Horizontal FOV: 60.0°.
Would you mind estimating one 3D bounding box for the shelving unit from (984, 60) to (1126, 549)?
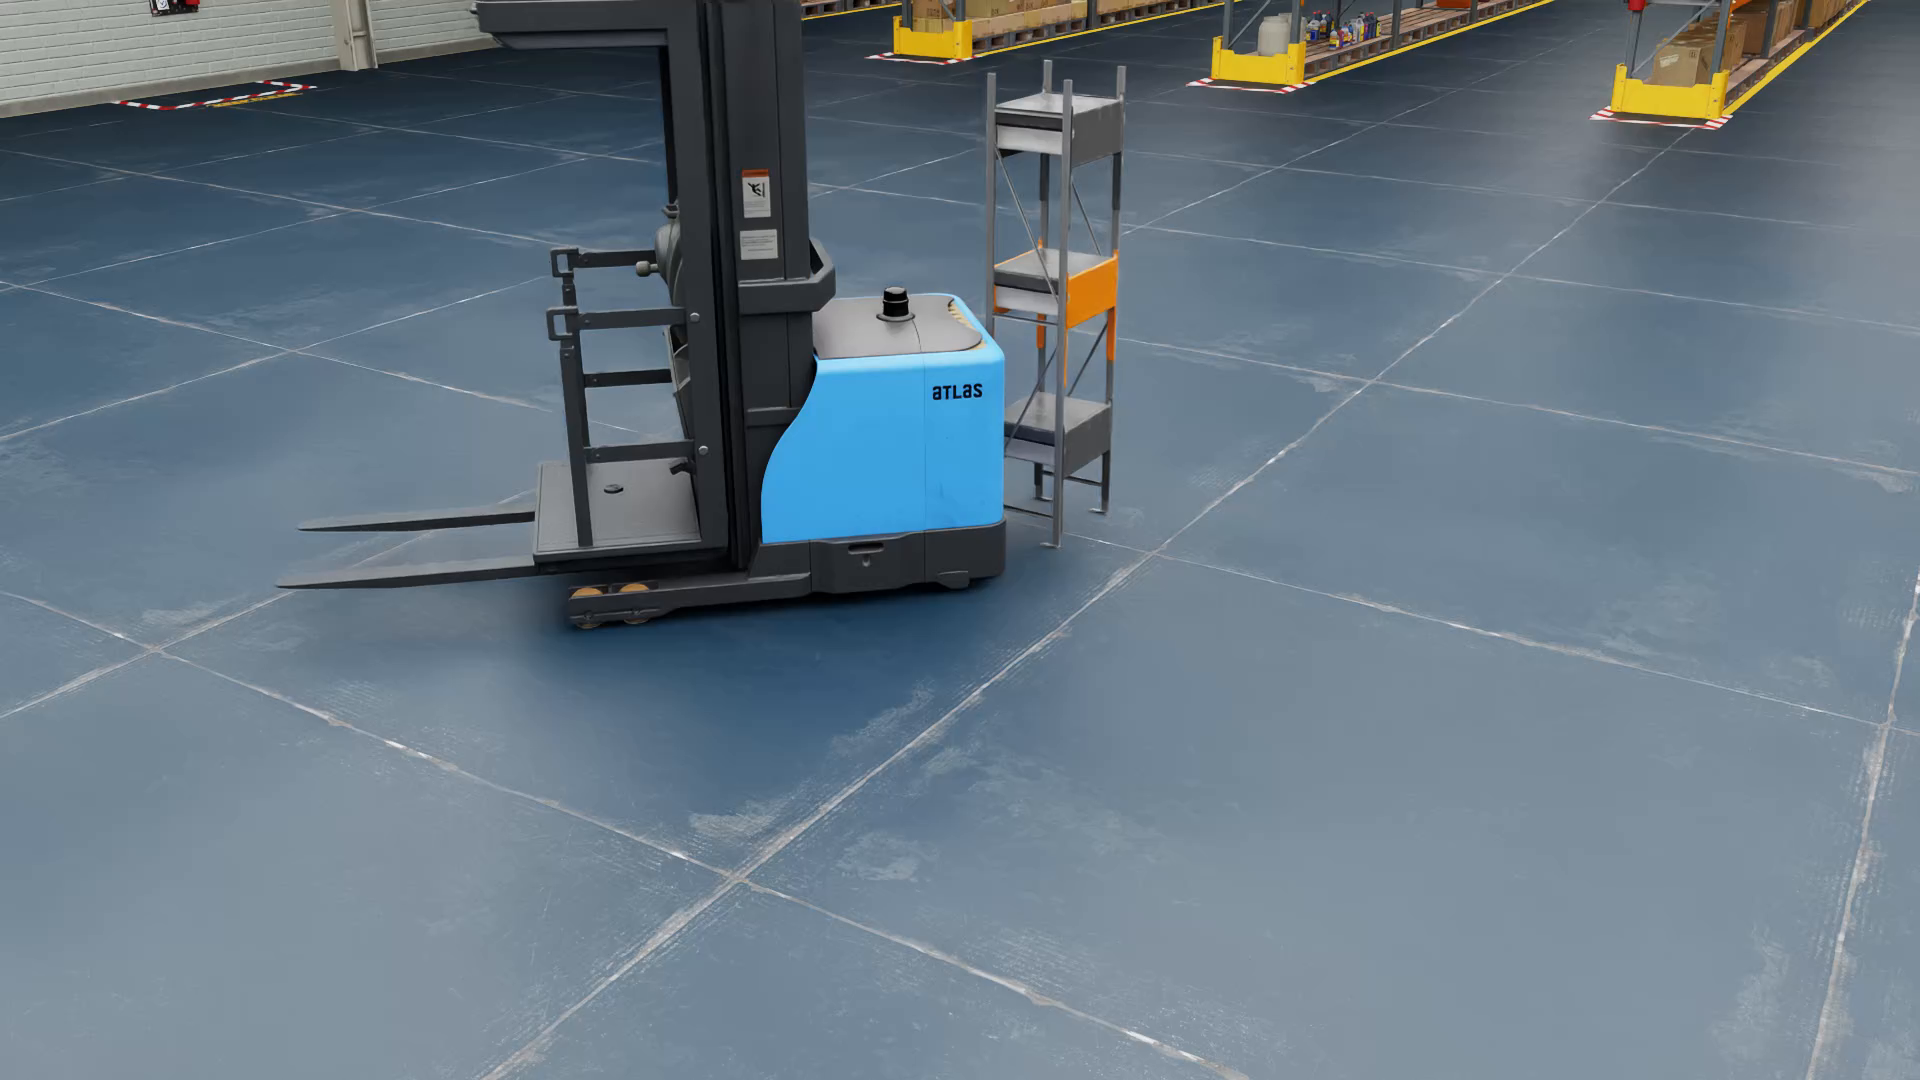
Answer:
[{"bbox_3d":[0.417,-1.047,7.526,0.431,2.100,0.503,14,27,29],"label":"shelving unit"}]

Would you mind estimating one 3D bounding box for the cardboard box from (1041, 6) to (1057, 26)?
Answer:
[{"bbox_3d":[1.150,-8.055,25.513,0.500,0.250,0.500,14,27,29],"label":"cardboard box"}]

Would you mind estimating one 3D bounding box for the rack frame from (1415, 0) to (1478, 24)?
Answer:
[{"bbox_3d":[8.048,-9.976,27.018,1.000,3.000,0.127,14,27,29],"label":"rack frame"}]

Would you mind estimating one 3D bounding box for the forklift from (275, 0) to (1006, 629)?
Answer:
[{"bbox_3d":[-1.371,-1.207,6.848,3.031,2.935,1.130,-5,24,-11],"label":"forklift"}]

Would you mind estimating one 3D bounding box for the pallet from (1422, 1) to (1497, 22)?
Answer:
[{"bbox_3d":[8.429,-8.971,28.206,1.003,0.211,1.213,14,27,29],"label":"pallet"}]

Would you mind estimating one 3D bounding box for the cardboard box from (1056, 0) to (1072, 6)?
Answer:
[{"bbox_3d":[1.400,-8.571,25.762,0.500,0.500,0.500,14,27,29],"label":"cardboard box"}]

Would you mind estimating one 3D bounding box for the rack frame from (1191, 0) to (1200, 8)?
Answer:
[{"bbox_3d":[3.842,-11.015,29.418,1.000,3.000,0.127,14,27,29],"label":"rack frame"}]

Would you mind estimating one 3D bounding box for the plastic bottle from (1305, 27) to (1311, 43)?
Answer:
[{"bbox_3d":[4.864,-7.077,23.291,0.097,0.201,0.097,0,23,0],"label":"plastic bottle"}]

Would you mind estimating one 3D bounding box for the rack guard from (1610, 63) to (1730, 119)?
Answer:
[{"bbox_3d":[8.076,-5.116,18.939,1.175,0.500,0.348,14,27,29],"label":"rack guard"}]

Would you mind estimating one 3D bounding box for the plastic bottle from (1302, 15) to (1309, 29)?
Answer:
[{"bbox_3d":[4.836,-7.219,23.431,0.144,0.351,0.185,14,27,29],"label":"plastic bottle"}]

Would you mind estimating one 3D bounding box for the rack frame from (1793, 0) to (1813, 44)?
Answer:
[{"bbox_3d":[12.256,-8.938,24.620,1.000,3.000,0.127,14,27,29],"label":"rack frame"}]

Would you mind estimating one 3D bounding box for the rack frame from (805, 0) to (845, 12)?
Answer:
[{"bbox_3d":[-2.478,-10.702,28.695,1.000,3.000,0.127,14,27,29],"label":"rack frame"}]

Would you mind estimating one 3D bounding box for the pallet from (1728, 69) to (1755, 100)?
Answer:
[{"bbox_3d":[9.179,-5.660,20.560,1.003,0.211,1.213,14,27,29],"label":"pallet"}]

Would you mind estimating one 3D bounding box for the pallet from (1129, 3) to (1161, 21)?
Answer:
[{"bbox_3d":[2.730,-9.055,28.402,1.003,0.211,1.213,14,27,29],"label":"pallet"}]

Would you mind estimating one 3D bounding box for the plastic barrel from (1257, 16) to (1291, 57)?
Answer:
[{"bbox_3d":[4.111,-6.565,21.741,0.421,0.512,0.421,0,23,0],"label":"plastic barrel"}]

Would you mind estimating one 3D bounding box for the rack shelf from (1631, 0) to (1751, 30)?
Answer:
[{"bbox_3d":[9.091,-6.582,20.085,1.077,0.370,4.000,14,27,29],"label":"rack shelf"}]

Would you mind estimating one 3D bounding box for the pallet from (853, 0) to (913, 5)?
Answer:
[{"bbox_3d":[-1.426,-10.099,30.812,1.003,0.211,1.213,14,27,29],"label":"pallet"}]

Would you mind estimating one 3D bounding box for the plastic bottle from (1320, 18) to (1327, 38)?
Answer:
[{"bbox_3d":[5.186,-7.316,23.754,0.097,0.271,0.097,0,23,0],"label":"plastic bottle"}]

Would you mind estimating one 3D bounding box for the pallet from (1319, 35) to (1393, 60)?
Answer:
[{"bbox_3d":[5.549,-7.128,23.950,1.003,0.211,1.213,14,27,29],"label":"pallet"}]

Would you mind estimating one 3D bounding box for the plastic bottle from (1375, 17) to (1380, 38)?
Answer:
[{"bbox_3d":[5.965,-7.349,23.817,0.061,0.283,0.133,15,28,32],"label":"plastic bottle"}]

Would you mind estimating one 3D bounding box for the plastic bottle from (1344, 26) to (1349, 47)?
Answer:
[{"bbox_3d":[5.283,-6.921,22.843,0.097,0.271,0.097,0,23,0],"label":"plastic bottle"}]

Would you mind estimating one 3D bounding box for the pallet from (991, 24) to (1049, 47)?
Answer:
[{"bbox_3d":[0.634,-7.712,25.299,1.003,0.211,1.213,14,27,29],"label":"pallet"}]

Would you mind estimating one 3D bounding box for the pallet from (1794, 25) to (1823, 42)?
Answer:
[{"bbox_3d":[12.736,-7.908,25.752,1.003,0.211,1.213,14,27,29],"label":"pallet"}]

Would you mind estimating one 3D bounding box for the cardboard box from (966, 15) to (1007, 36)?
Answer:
[{"bbox_3d":[0.355,-7.550,24.346,0.500,0.250,0.500,14,27,29],"label":"cardboard box"}]

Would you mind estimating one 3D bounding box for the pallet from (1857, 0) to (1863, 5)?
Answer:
[{"bbox_3d":[16.121,-10.072,30.750,1.003,0.211,1.213,14,27,29],"label":"pallet"}]

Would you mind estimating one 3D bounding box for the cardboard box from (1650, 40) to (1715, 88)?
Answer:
[{"bbox_3d":[8.380,-5.490,19.275,0.500,0.500,0.500,20,30,38],"label":"cardboard box"}]

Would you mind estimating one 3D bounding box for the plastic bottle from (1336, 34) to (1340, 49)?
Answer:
[{"bbox_3d":[5.104,-6.775,22.592,0.097,0.201,0.097,0,23,0],"label":"plastic bottle"}]

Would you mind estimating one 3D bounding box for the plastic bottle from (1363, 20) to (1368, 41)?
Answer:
[{"bbox_3d":[5.692,-7.175,23.413,0.061,0.283,0.133,16,28,32],"label":"plastic bottle"}]

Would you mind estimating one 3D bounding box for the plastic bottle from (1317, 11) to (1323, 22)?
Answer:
[{"bbox_3d":[5.160,-7.426,23.910,0.144,0.351,0.185,15,27,30],"label":"plastic bottle"}]

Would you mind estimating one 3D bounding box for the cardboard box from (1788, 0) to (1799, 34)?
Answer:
[{"bbox_3d":[11.920,-7.762,24.497,0.700,0.500,0.500,12,26,26],"label":"cardboard box"}]

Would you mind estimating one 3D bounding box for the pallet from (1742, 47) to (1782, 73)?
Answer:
[{"bbox_3d":[10.556,-6.571,22.663,1.003,0.211,1.213,14,27,29],"label":"pallet"}]

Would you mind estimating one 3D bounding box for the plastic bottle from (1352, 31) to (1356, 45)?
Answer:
[{"bbox_3d":[5.444,-6.992,23.094,0.097,0.201,0.097,0,23,0],"label":"plastic bottle"}]

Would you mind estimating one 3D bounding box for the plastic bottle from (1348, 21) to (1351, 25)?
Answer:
[{"bbox_3d":[5.471,-7.142,23.338,0.061,0.283,0.133,14,27,29],"label":"plastic bottle"}]

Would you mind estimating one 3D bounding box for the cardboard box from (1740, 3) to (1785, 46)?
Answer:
[{"bbox_3d":[11.051,-7.191,23.178,0.700,0.500,0.500,11,26,24],"label":"cardboard box"}]

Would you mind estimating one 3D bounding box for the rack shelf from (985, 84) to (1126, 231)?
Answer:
[{"bbox_3d":[0.417,-1.677,7.253,0.431,0.518,0.480,14,27,29],"label":"rack shelf"}]

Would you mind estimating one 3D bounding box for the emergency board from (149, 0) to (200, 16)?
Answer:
[{"bbox_3d":[-9.455,-6.918,19.955,0.194,1.169,0.643,14,27,29],"label":"emergency board"}]

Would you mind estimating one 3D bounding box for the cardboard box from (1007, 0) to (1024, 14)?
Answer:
[{"bbox_3d":[0.609,-8.065,24.592,0.500,0.500,0.500,14,27,29],"label":"cardboard box"}]

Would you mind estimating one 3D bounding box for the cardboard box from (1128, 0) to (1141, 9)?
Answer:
[{"bbox_3d":[2.697,-9.028,27.760,0.500,0.250,0.500,13,27,27],"label":"cardboard box"}]

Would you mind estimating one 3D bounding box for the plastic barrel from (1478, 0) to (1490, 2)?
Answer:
[{"bbox_3d":[8.888,-9.612,28.683,0.600,0.588,0.708,14,27,29],"label":"plastic barrel"}]

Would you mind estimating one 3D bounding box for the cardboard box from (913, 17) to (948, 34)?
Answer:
[{"bbox_3d":[-0.346,-7.489,24.205,0.500,0.250,0.500,14,27,29],"label":"cardboard box"}]

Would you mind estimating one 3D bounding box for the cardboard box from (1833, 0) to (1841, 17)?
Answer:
[{"bbox_3d":[13.575,-8.983,26.872,1.225,0.875,0.875,13,27,27],"label":"cardboard box"}]

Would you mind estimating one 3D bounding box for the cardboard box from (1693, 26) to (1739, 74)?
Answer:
[{"bbox_3d":[9.345,-6.086,20.650,0.500,0.500,0.500,11,26,24],"label":"cardboard box"}]

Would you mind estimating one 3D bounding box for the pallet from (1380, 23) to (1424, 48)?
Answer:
[{"bbox_3d":[6.320,-7.619,25.084,1.003,0.211,1.213,14,27,29],"label":"pallet"}]

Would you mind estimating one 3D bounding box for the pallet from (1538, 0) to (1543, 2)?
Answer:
[{"bbox_3d":[10.513,-10.302,31.282,1.003,0.211,1.213,14,27,29],"label":"pallet"}]
